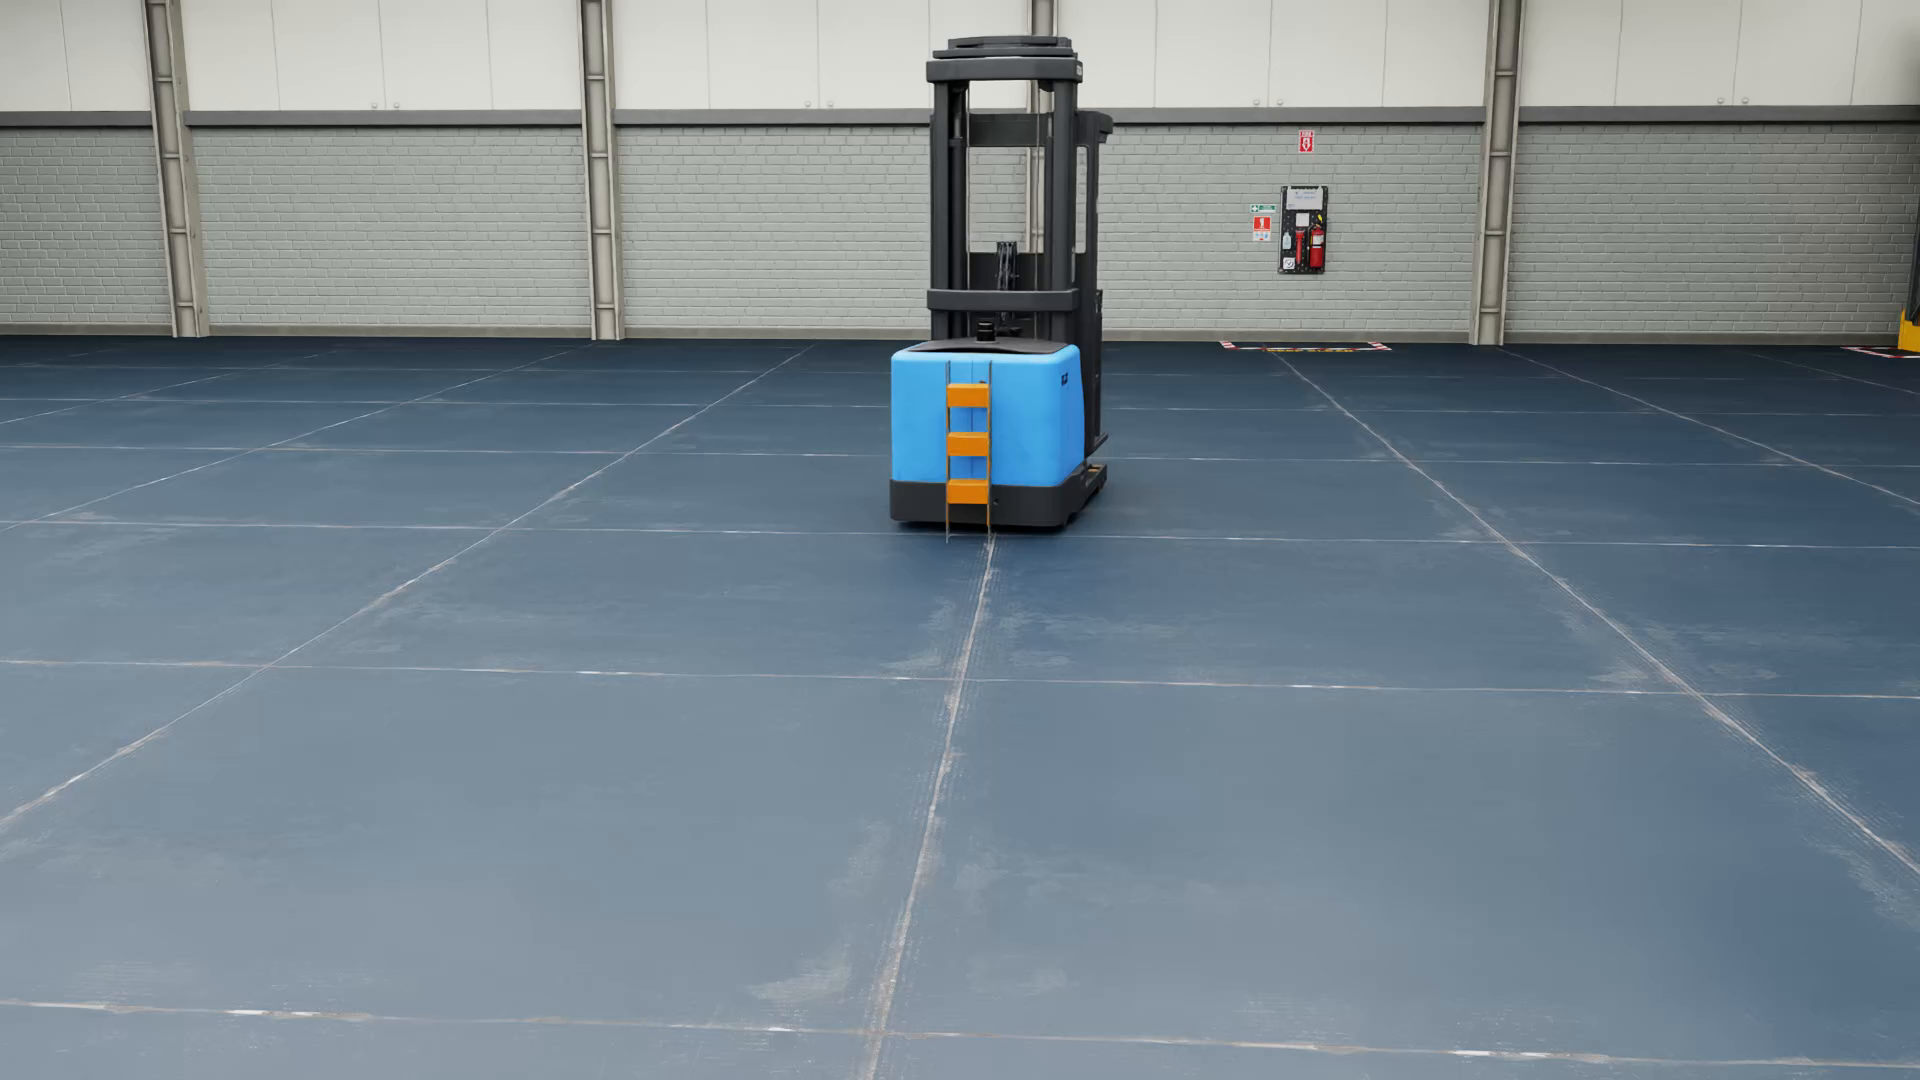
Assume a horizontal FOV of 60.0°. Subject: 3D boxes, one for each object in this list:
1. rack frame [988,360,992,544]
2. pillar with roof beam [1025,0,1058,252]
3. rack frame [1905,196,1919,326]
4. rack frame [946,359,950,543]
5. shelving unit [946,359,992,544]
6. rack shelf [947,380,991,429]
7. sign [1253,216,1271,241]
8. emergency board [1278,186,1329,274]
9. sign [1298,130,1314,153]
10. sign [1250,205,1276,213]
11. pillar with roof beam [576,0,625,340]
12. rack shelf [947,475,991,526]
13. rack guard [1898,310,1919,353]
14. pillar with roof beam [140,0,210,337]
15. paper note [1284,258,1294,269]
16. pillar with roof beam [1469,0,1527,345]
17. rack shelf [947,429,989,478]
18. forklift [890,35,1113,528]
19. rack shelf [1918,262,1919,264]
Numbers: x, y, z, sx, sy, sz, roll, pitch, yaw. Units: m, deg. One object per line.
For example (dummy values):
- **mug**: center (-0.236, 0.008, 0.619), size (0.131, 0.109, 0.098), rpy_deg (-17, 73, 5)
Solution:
- **rack frame**: center (0.174, -0.511, 9.645), size (0.008, 1.050, 0.200), rpy_deg (1, 12, 5)
- **pillar with roof beam**: center (0.803, -6.247, 17.653), size (0.400, 9.000, 9.100), rpy_deg (1, 12, 4)
- **rack frame**: center (12.307, -3.858, 20.888), size (0.127, 3.000, 1.000), rpy_deg (1, 12, 4)
- **rack frame**: center (-0.069, -0.515, 9.665), size (0.008, 1.050, 0.200), rpy_deg (1, 12, 5)
- **shelving unit**: center (0.053, -0.513, 9.655), size (0.252, 1.050, 0.215), rpy_deg (1, 12, 5)
- **rack shelf**: center (0.053, -0.780, 9.600), size (0.240, 0.259, 0.215), rpy_deg (1, 12, 5)
- **sign**: center (4.069, -4.195, 22.411), size (0.234, 0.329, 0.001), rpy_deg (1, 12, 4)
- **emergency board**: center (4.614, -4.149, 22.278), size (0.643, 1.169, 0.194), rpy_deg (1, 12, 4)
- **sign**: center (4.612, -5.304, 22.138), size (0.199, 0.298, 0.001), rpy_deg (1, 12, 4)
- **sign**: center (4.073, -4.453, 22.348), size (0.331, 0.109, 0.001), rpy_deg (1, 12, 4)
- **pillar with roof beam**: center (-5.184, -6.329, 18.045), size (0.400, 9.000, 9.100), rpy_deg (1, 12, 4)
- **rack shelf**: center (0.053, -0.230, 9.714), size (0.240, 0.259, 0.215), rpy_deg (1, 12, 5)
- **rack guard**: center (12.383, -2.634, 21.139), size (0.348, 0.500, 1.175), rpy_deg (1, 12, 4)
- **pillar with roof beam**: center (-11.170, -6.411, 18.438), size (0.400, 9.000, 9.100), rpy_deg (1, 12, 4)
- **paper note**: center (4.442, -3.735, 22.447), size (0.142, 0.148, 0.016), rpy_deg (1, 12, 4)
- **pillar with roof beam**: center (6.789, -6.165, 17.260), size (0.400, 9.000, 9.100), rpy_deg (1, 12, 4)
- **rack shelf**: center (0.053, -0.503, 9.657), size (0.240, 0.259, 0.215), rpy_deg (1, 12, 5)
- **forklift**: center (0.401, -1.764, 11.040), size (1.130, 2.935, 3.031), rpy_deg (3, 12, 12)
- **rack shelf**: center (14.303, -3.479, 20.830), size (4.000, 0.370, 1.077), rpy_deg (1, 12, 4)
